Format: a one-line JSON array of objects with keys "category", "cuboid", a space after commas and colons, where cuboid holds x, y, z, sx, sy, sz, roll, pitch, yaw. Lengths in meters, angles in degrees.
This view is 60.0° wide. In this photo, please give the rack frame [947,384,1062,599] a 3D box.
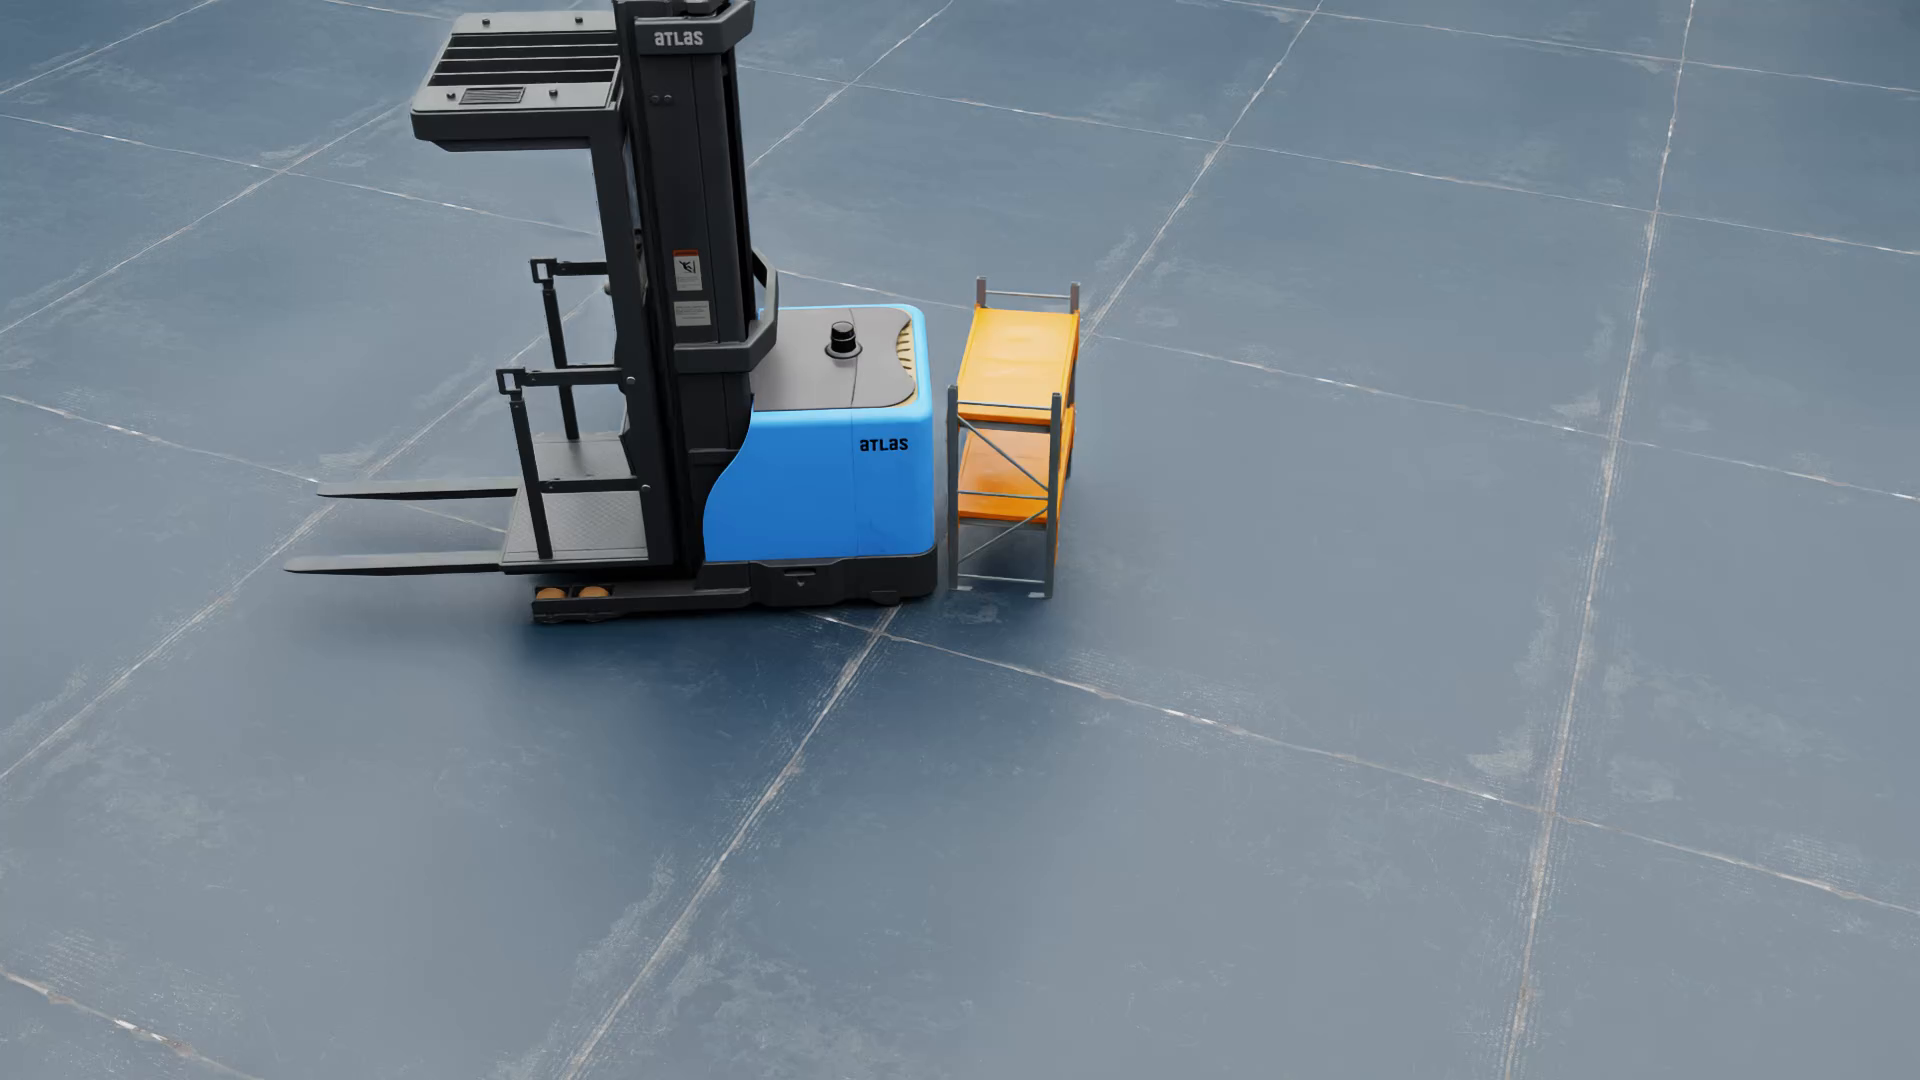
[{"category": "rack frame", "cuboid": [0.194, -0.202, 7.581, 0.500, 1.125, 0.032, 5, 37, 6]}]

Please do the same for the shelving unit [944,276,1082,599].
[{"category": "shelving unit", "cuboid": [0.262, -0.503, 7.984, 0.538, 1.125, 1.048, 5, 37, 6]}]

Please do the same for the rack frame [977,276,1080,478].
[{"category": "rack frame", "cuboid": [0.331, -0.805, 8.388, 0.500, 1.125, 0.032, 5, 37, 6]}]

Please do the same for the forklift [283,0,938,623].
[{"category": "forklift", "cuboid": [-1.644, -1.113, 7.292, 3.031, 2.935, 1.130, -2, 37, -3]}]

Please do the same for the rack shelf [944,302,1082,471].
[{"category": "rack shelf", "cuboid": [0.262, -0.738, 7.809, 0.538, 0.278, 1.000, 5, 37, 6]}]

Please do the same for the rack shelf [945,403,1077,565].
[{"category": "rack shelf", "cuboid": [0.262, -0.308, 8.130, 0.538, 0.278, 1.000, 5, 37, 6]}]
